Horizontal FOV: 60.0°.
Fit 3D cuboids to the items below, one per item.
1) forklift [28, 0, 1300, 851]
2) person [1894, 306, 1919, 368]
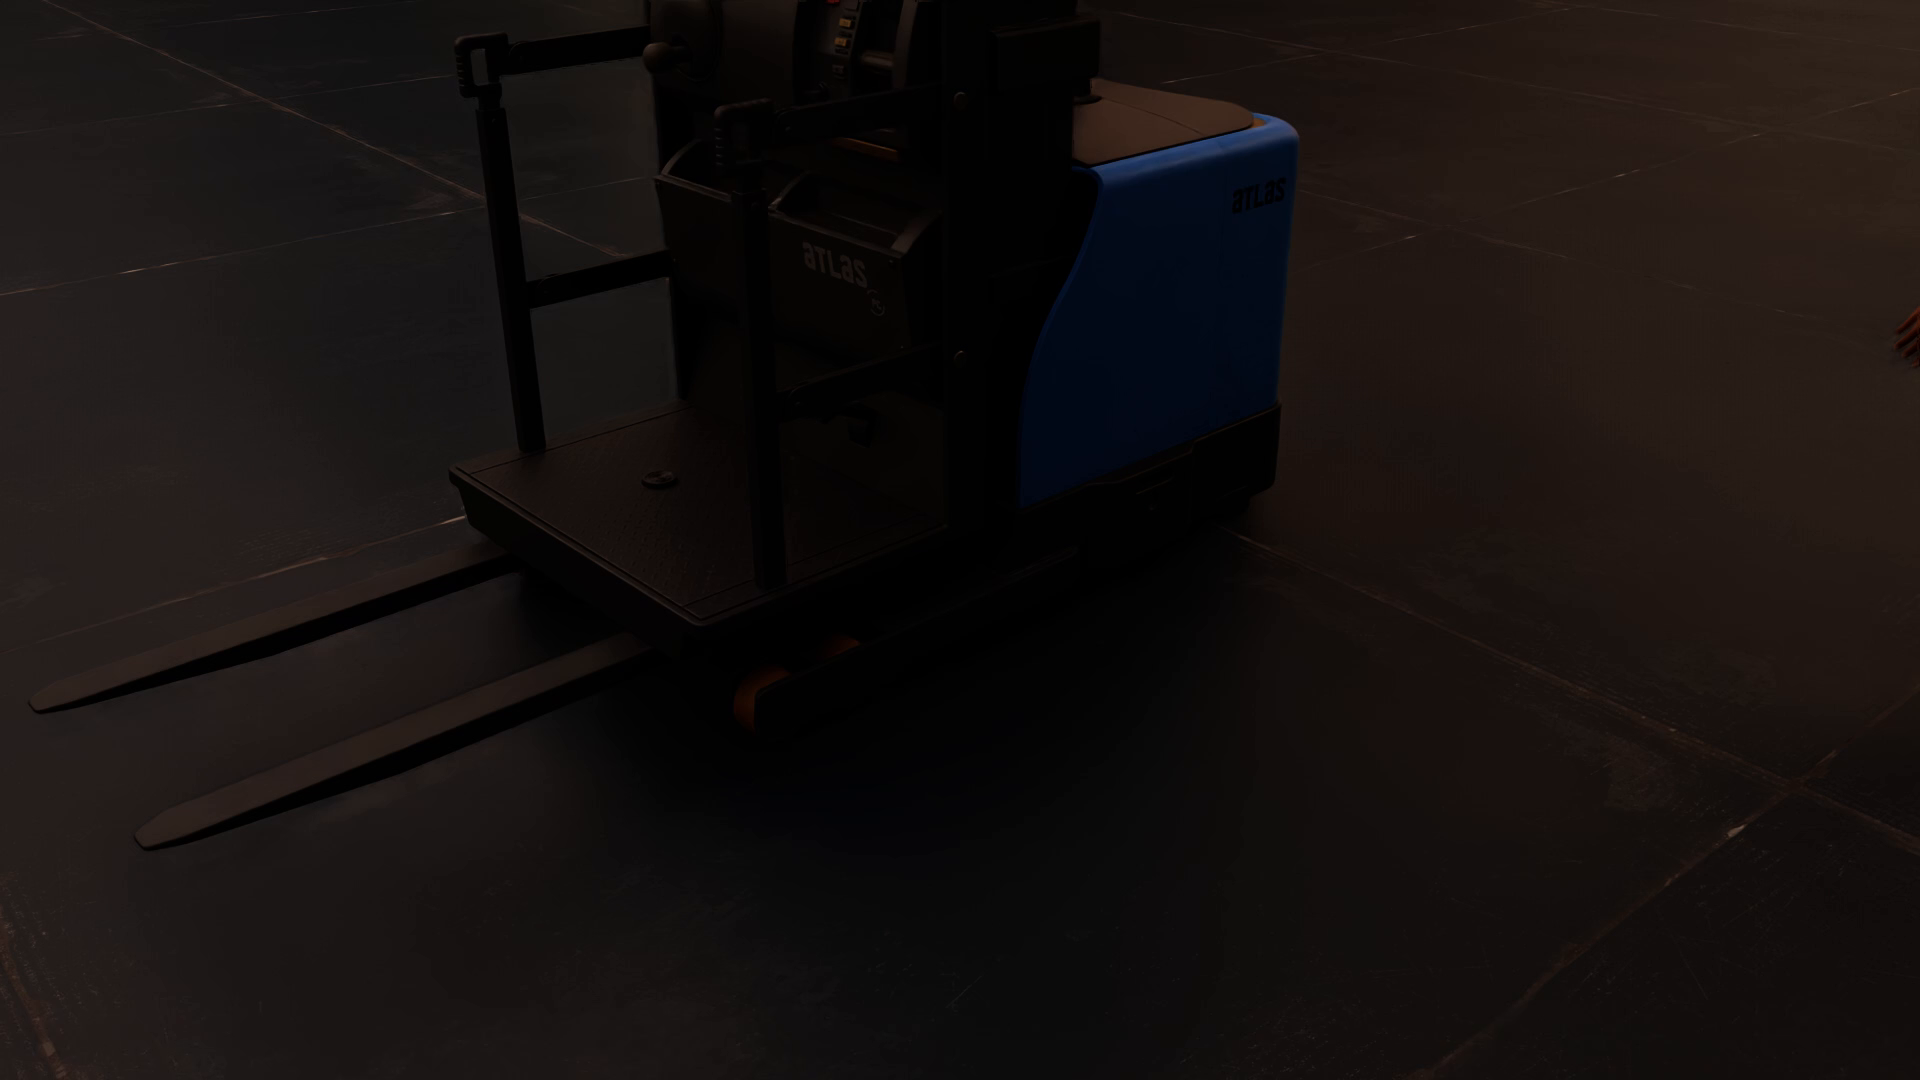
[{"bbox_3d":[-0.538,-1.137,3.494,3.031,2.935,1.130,-22,34,-37],"label":"forklift"},{"bbox_3d":[2.612,-0.392,3.573,0.807,1.556,0.797,-12,29,-23],"label":"person"}]
